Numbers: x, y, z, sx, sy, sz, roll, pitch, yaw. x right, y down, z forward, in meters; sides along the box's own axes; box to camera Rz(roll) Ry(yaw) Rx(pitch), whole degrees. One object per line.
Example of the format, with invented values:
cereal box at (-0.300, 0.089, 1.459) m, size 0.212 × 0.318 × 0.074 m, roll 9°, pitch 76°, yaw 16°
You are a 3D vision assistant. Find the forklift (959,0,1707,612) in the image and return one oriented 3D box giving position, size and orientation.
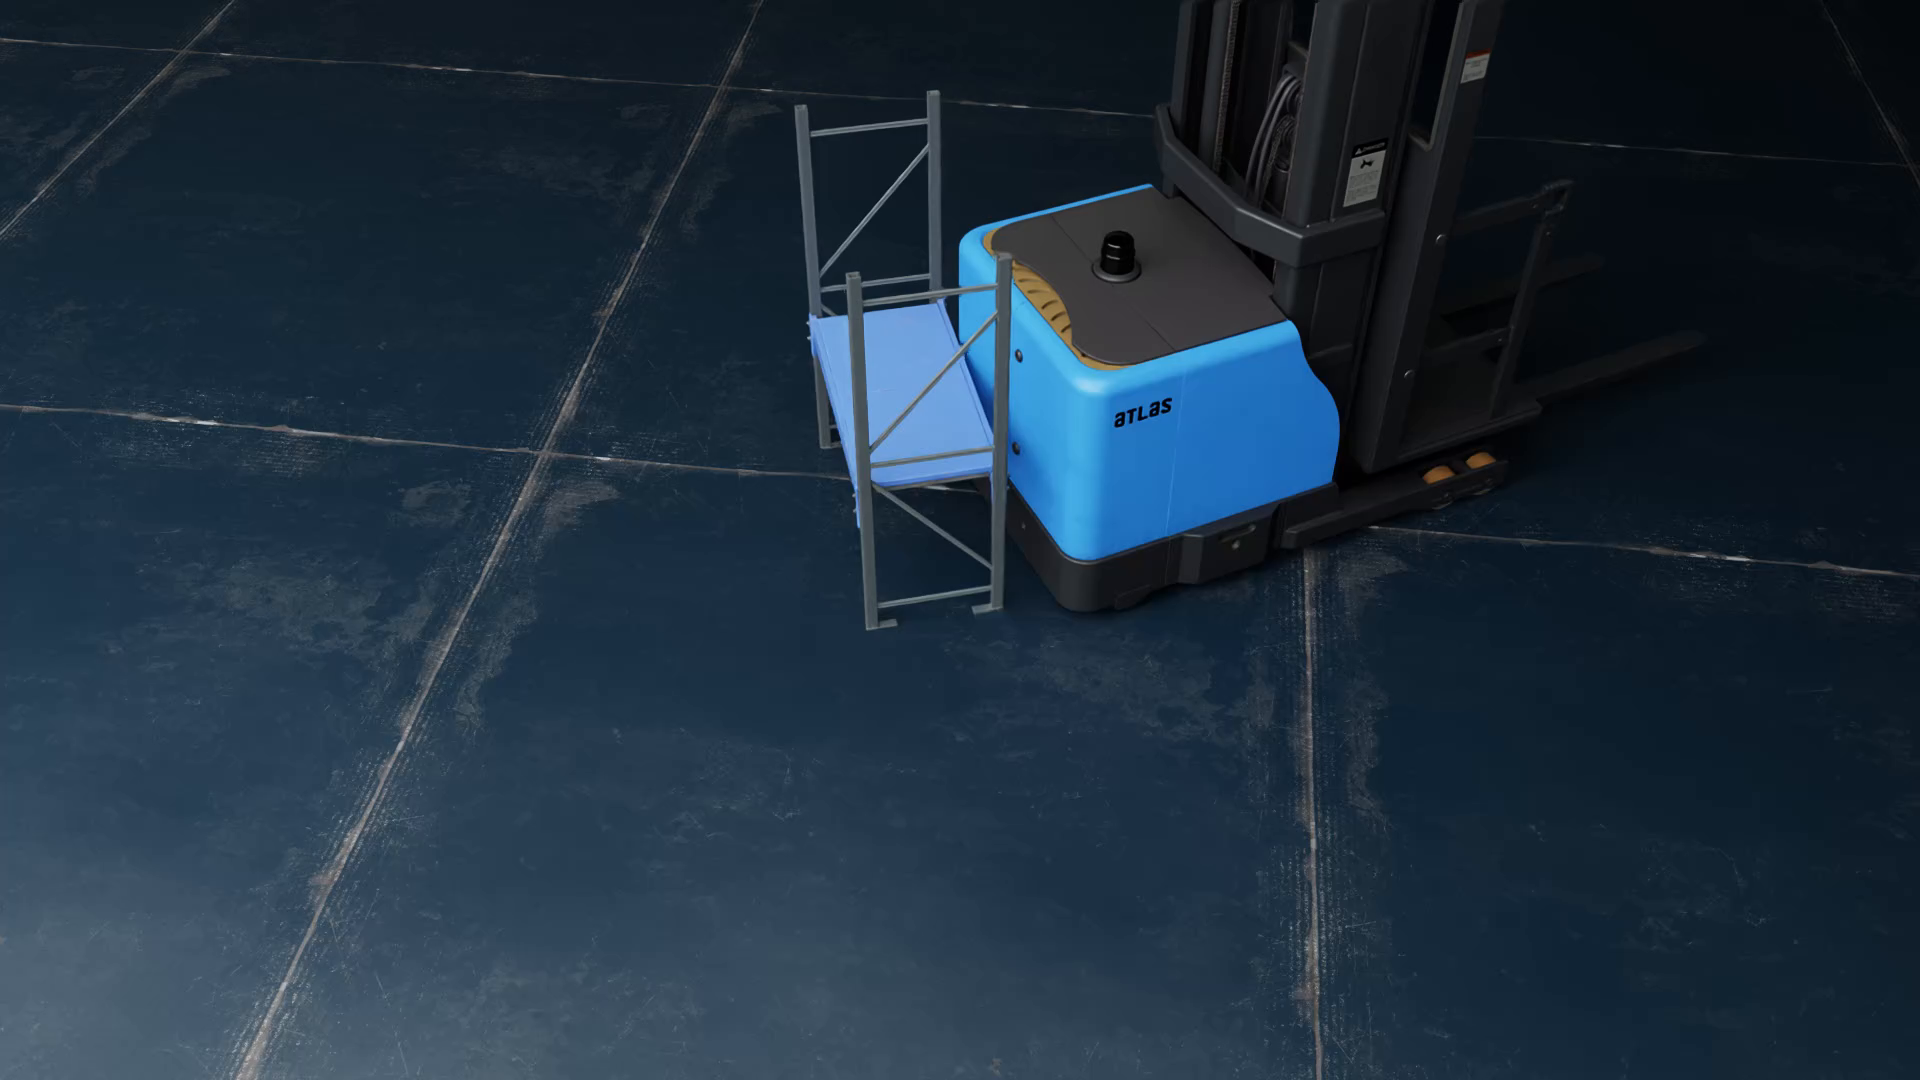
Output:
forklift at (1.542, -1.496, 5.698) m, size 3.031 × 2.935 × 1.130 m, roll -18°, pitch 46°, yaw -18°

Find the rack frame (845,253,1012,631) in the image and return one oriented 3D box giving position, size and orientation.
rack frame at (-0.091, -0.268, 5.442) m, size 0.500 × 1.500 × 0.032 m, roll -9°, pitch 44°, yaw -9°

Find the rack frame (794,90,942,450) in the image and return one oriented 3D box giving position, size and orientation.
rack frame at (-0.314, -0.950, 6.163) m, size 0.500 × 1.500 × 0.032 m, roll -9°, pitch 44°, yaw -9°

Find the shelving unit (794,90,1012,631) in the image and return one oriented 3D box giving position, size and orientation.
shelving unit at (-0.202, -0.609, 5.802) m, size 0.538 × 1.500 × 1.048 m, roll -9°, pitch 44°, yaw -9°

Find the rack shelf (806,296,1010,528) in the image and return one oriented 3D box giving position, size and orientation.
rack shelf at (-0.202, -0.478, 5.926) m, size 0.538 × 0.185 × 1.000 m, roll -9°, pitch 44°, yaw -9°
